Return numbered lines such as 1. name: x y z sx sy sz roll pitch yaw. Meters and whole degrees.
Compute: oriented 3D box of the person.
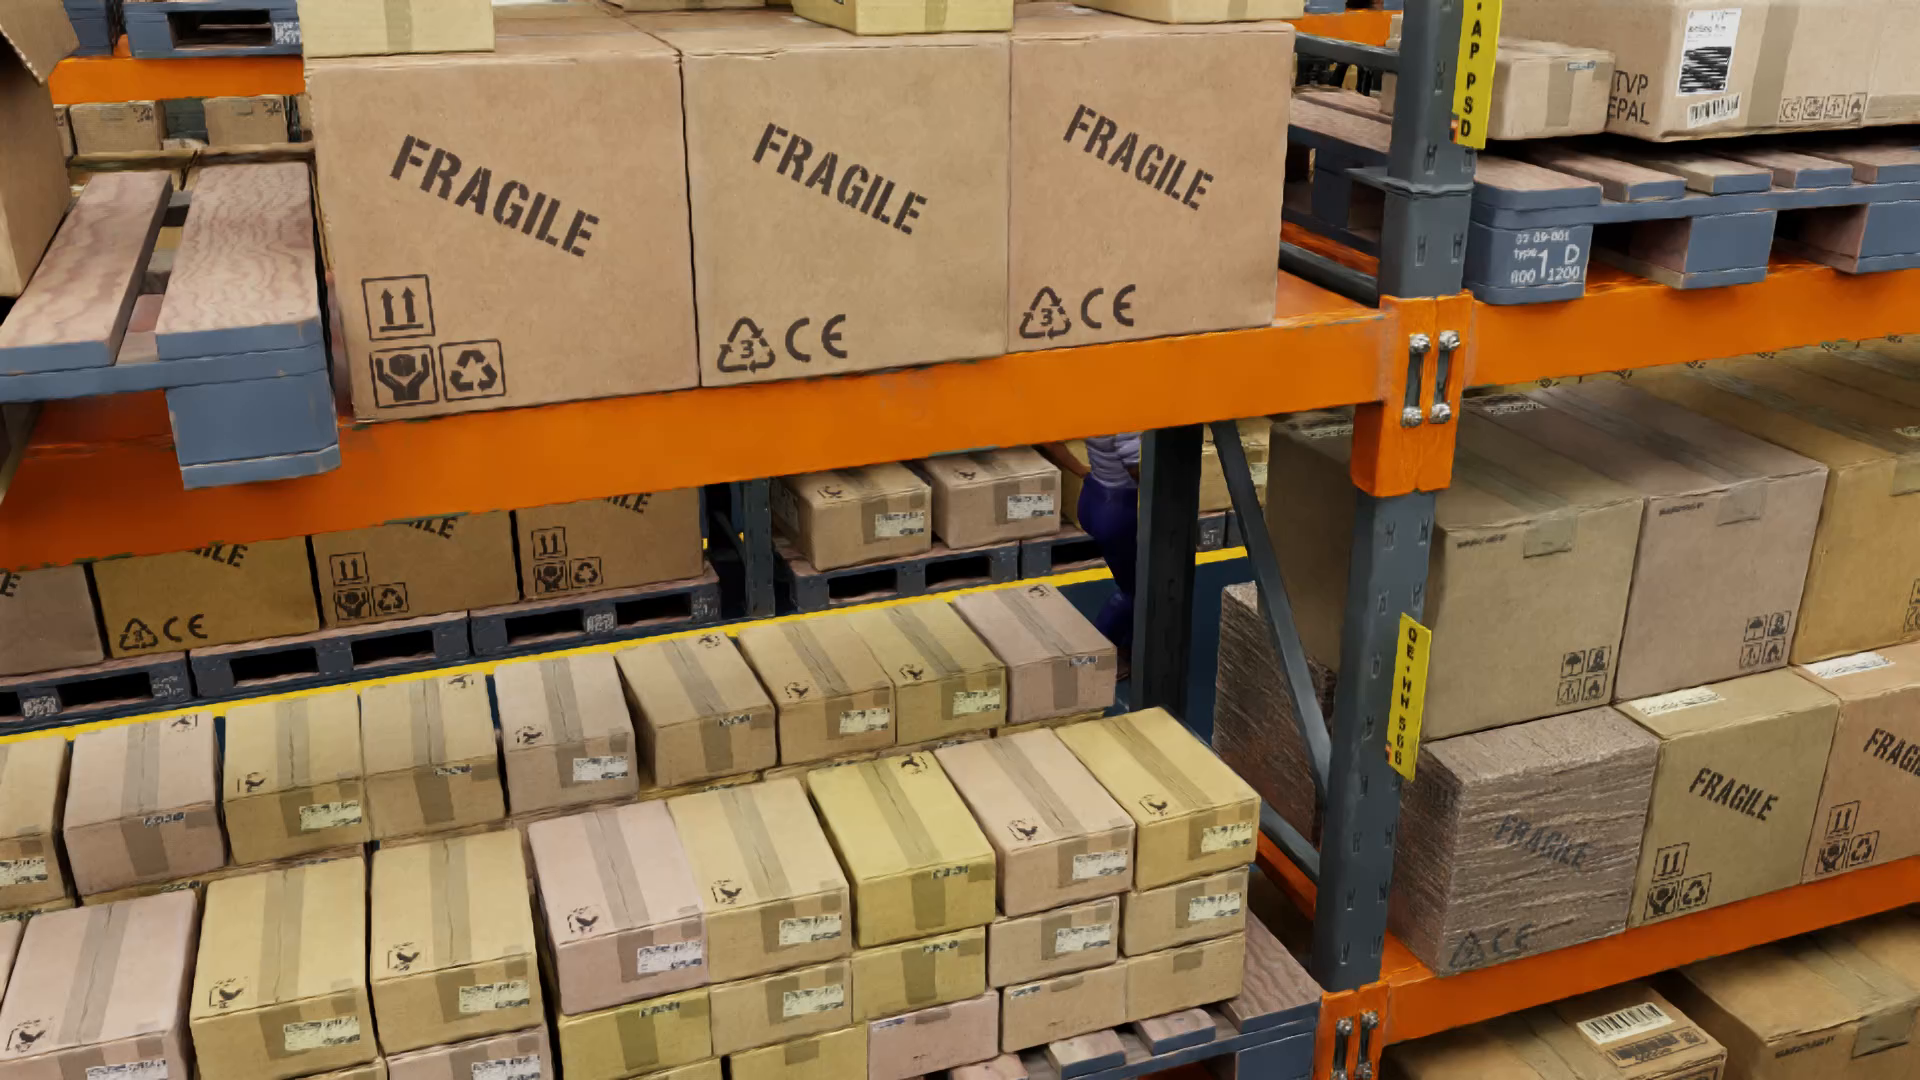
1. person: 0.719 -0.090 7.431 0.627 1.667 0.586 -7 24 -17
